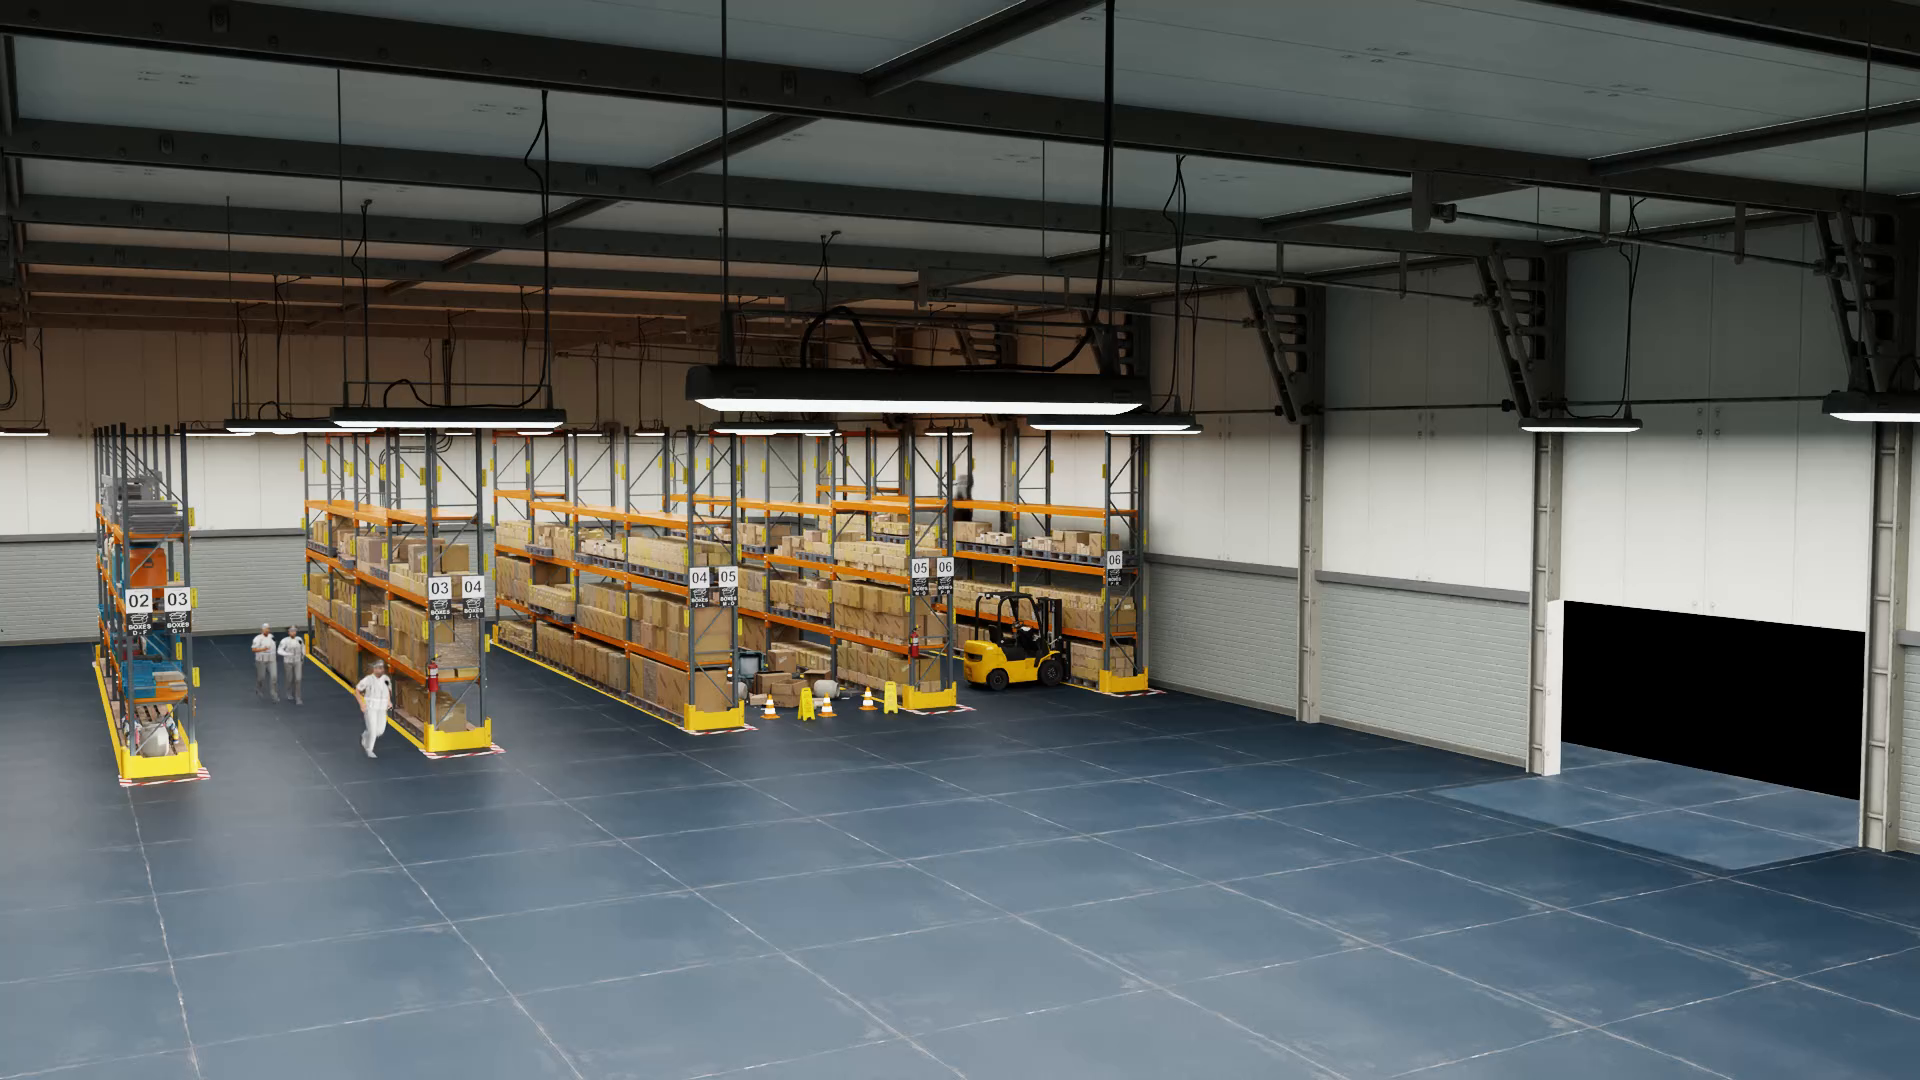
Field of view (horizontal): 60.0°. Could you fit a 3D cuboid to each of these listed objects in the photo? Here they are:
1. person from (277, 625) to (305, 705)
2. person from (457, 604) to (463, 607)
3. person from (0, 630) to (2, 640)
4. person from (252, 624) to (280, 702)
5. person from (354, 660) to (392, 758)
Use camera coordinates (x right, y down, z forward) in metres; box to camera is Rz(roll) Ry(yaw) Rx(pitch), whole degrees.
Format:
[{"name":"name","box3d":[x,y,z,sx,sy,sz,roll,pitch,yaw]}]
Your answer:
[{"name":"person","box3d":[-14.500,2.690,36.101,0.601,1.730,0.830,-2,4,-31]},{"name":"person","box3d":[-13.311,2.226,44.584,0.622,1.633,0.909,-2,4,-25]},{"name":"person","box3d":[-22.737,2.539,38.834,0.675,1.685,0.606,-3,4,-39]},{"name":"person","box3d":[-15.173,2.669,36.377,0.603,1.685,0.820,-3,5,-42]},{"name":"person","box3d":[-10.657,3.050,30.255,0.675,1.750,0.706,3,5,42]}]
